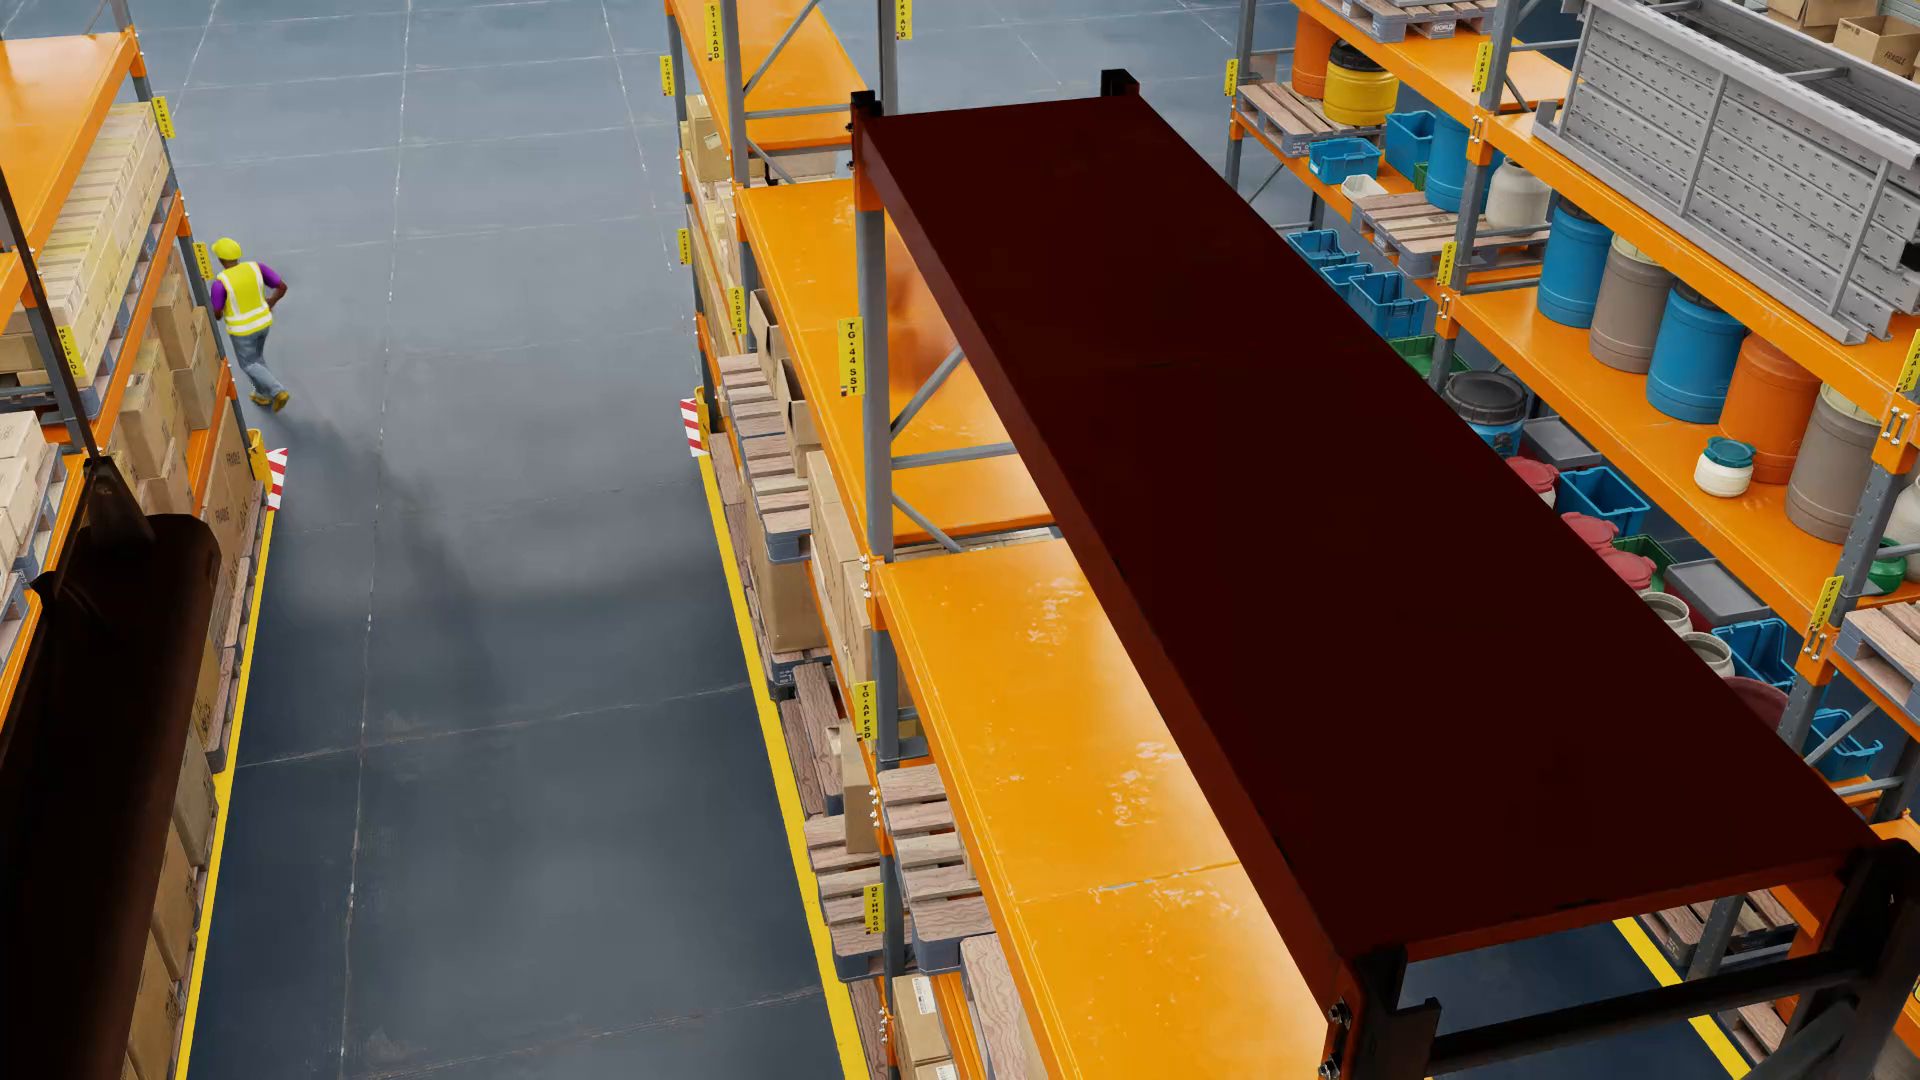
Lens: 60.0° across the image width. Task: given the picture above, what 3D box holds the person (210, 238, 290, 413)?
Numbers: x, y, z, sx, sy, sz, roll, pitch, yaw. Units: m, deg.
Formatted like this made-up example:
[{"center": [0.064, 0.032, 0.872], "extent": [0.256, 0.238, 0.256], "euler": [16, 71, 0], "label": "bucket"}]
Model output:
[{"center": [-6.578, -1.980, 15.442], "extent": [0.794, 1.747, 0.730], "euler": [21, 40, 27], "label": "person"}]
